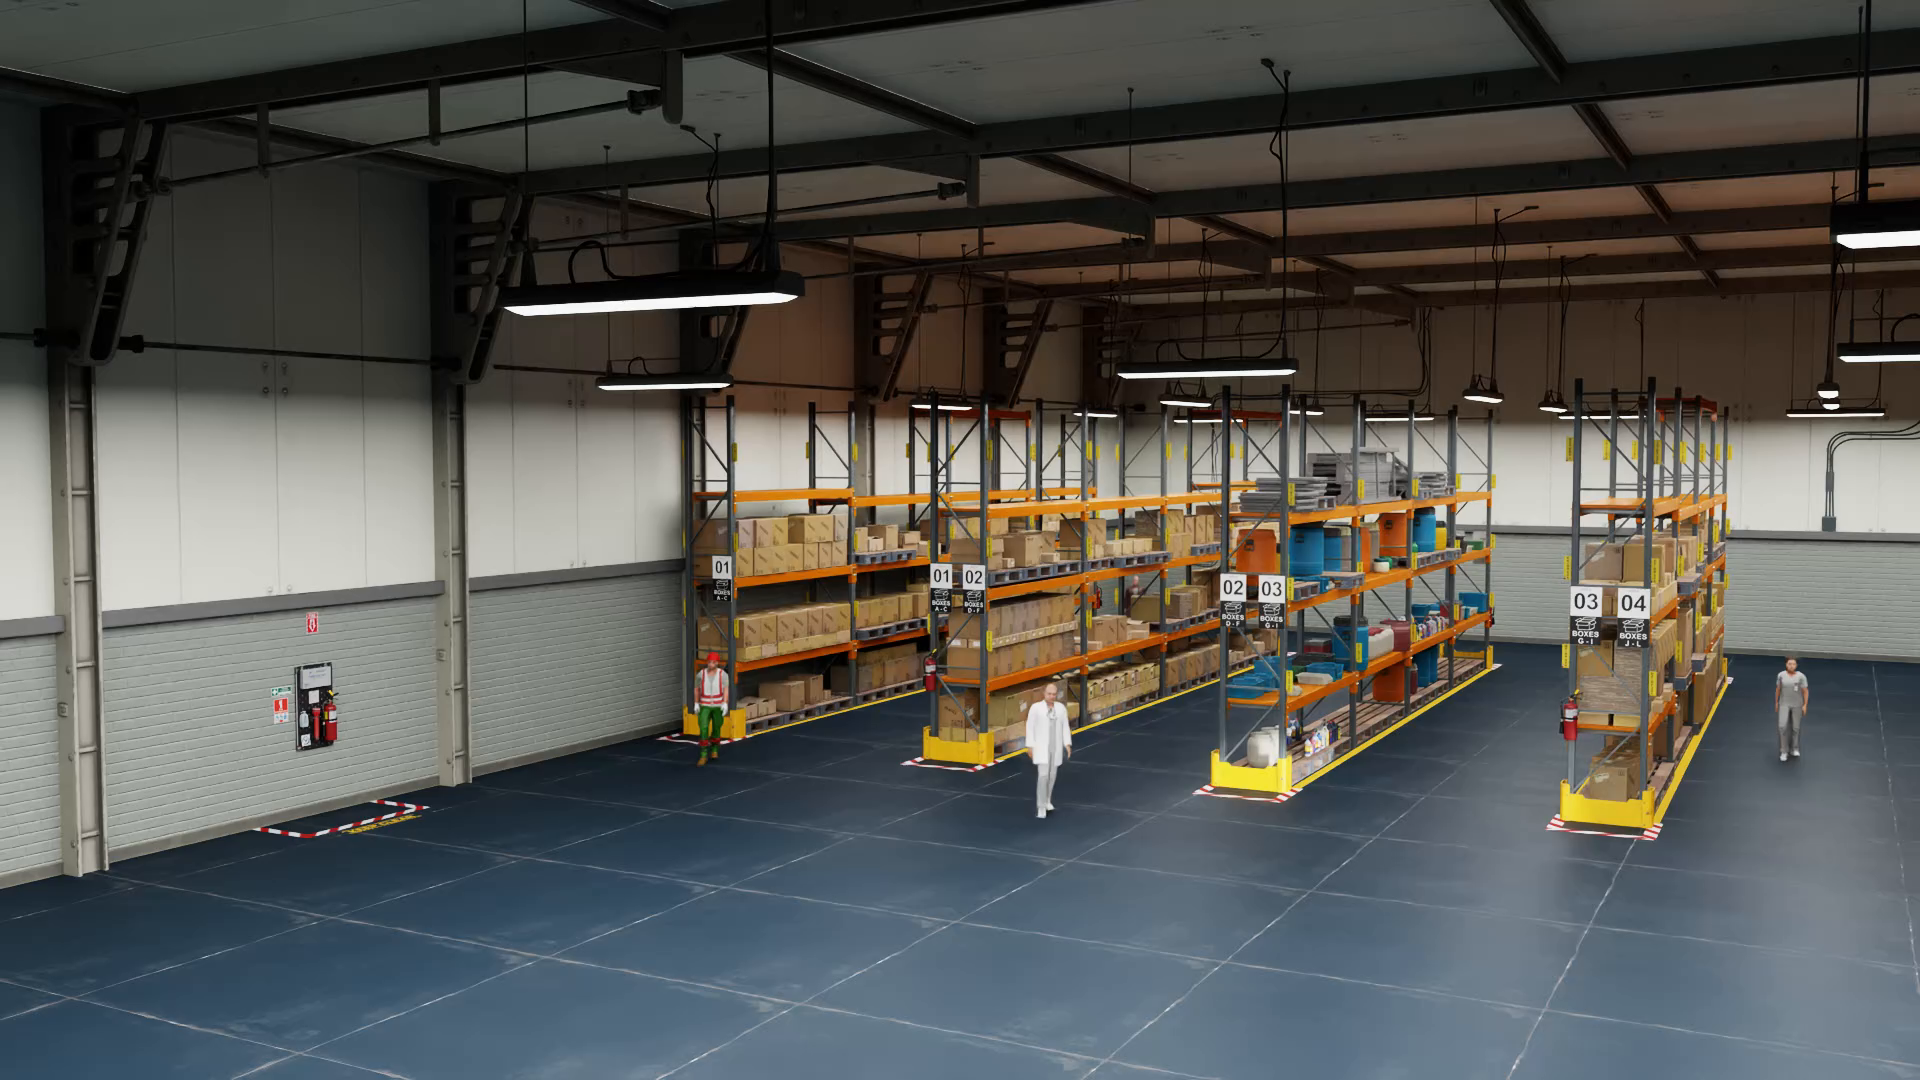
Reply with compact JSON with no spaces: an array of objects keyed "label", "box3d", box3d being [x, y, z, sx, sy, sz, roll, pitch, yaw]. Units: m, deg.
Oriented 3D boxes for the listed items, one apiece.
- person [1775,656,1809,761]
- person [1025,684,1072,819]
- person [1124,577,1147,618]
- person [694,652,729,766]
[{"label":"person","box3d":[13.612,2.744,27.225,0.498,1.702,0.639,2,3,30]},{"label":"person","box3d":[1.228,2.931,23.061,0.595,1.862,0.626,-1,3,-24]},{"label":"person","box3d":[4.594,1.936,43.367,0.602,1.566,1.034,0,3,5]},{"label":"person","box3d":[-4.005,2.694,26.826,0.558,1.772,0.833,-1,3,-12]}]
